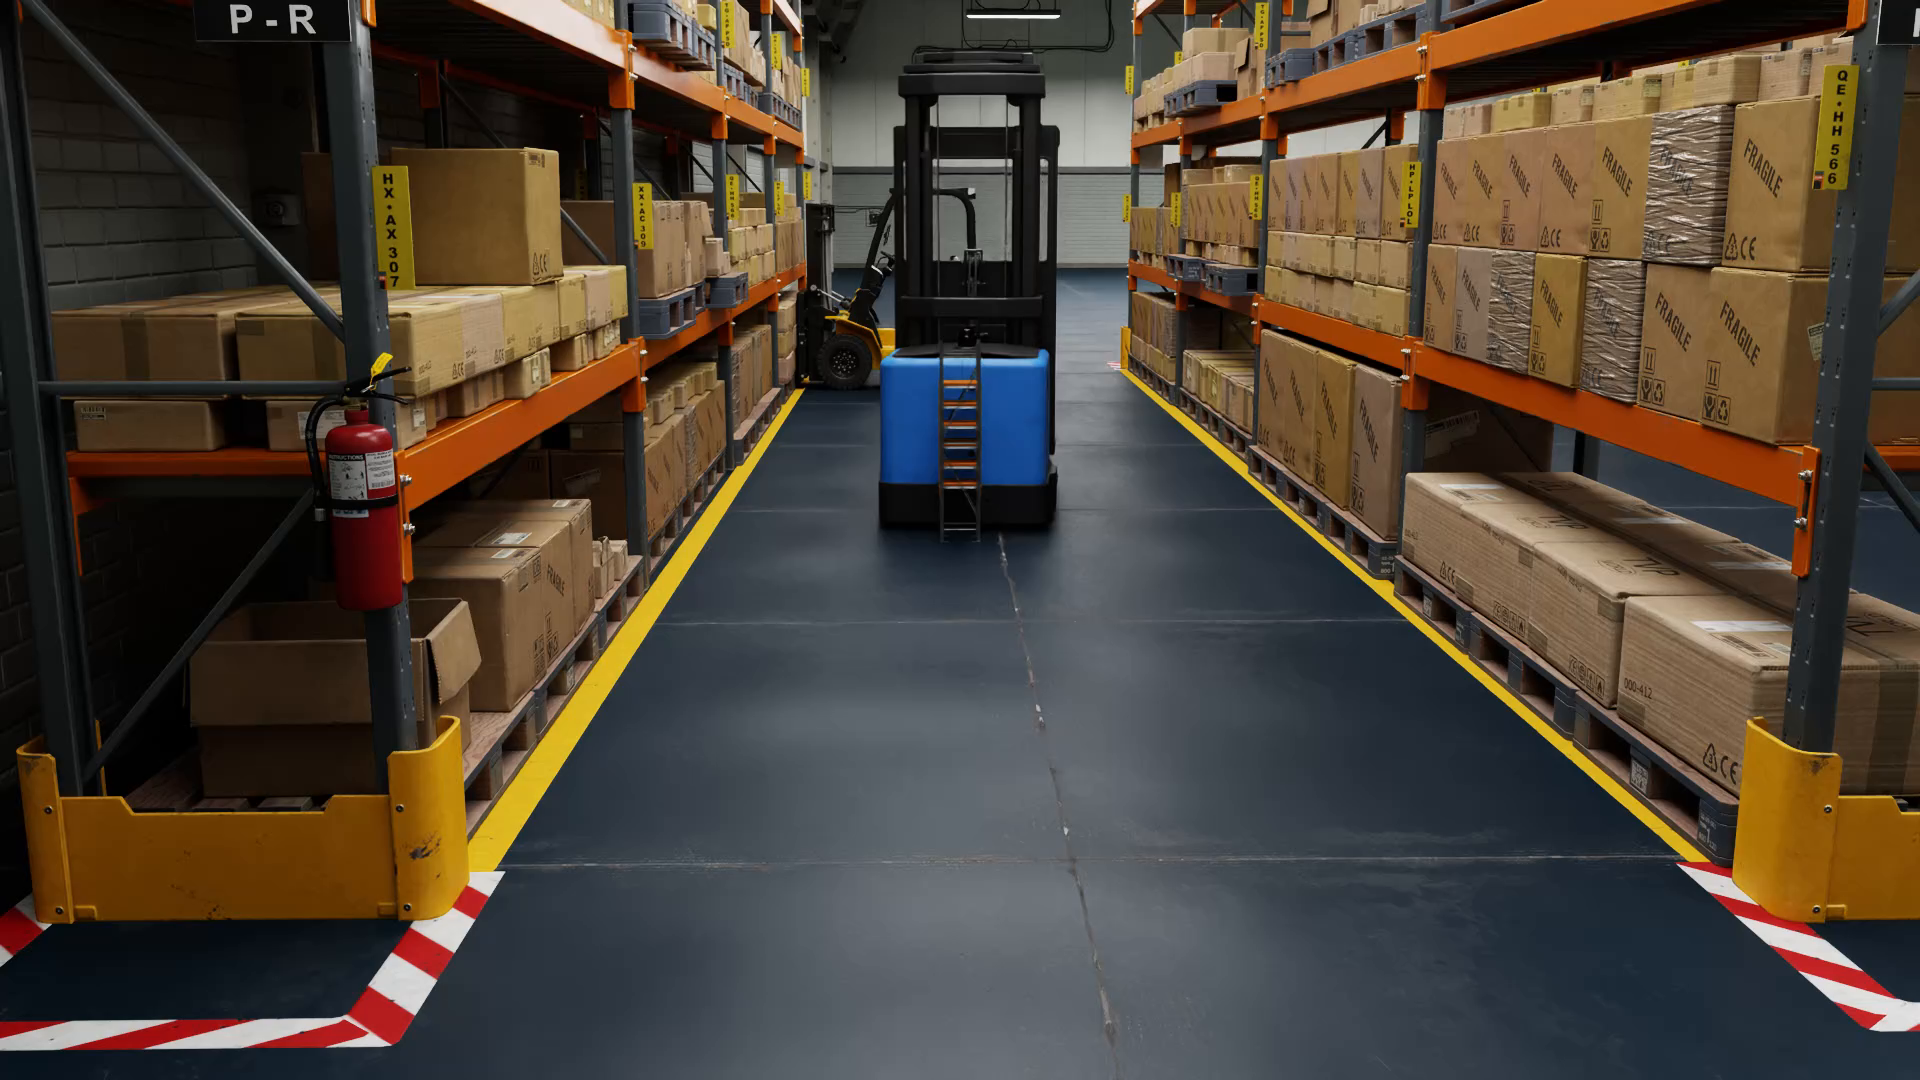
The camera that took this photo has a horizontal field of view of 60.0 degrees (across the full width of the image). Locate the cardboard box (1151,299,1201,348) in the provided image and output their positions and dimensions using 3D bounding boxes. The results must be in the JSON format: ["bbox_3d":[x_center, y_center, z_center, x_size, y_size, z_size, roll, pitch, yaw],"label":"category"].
[{"bbox_3d":[2.353,-2.356,18.103,0.500,0.500,0.500,0,11,2],"label":"cardboard box"}]

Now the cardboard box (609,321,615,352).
[{"bbox_3d":[-1.854,-0.963,7.894,0.380,0.149,0.250,0,11,0],"label":"cardboard box"}]

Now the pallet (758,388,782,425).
[{"bbox_3d":[-2.251,-1.278,15.825,1.003,0.211,1.213,0,11,-1],"label":"pallet"}]

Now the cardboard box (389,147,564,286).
[{"bbox_3d":[-1.828,-1.234,6.342,0.500,0.500,0.500,0,11,0],"label":"cardboard box"}]

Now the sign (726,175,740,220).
[{"bbox_3d":[-1.680,-2.528,12.263,0.100,0.325,0.005,0,11,-1],"label":"sign"}]

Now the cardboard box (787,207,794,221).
[{"bbox_3d":[-2.049,-3.630,18.524,0.380,0.149,0.250,0,11,-1],"label":"cardboard box"}]

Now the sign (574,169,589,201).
[{"bbox_3d":[-2.777,-2.560,12.220,0.100,0.325,0.005,0,11,-1],"label":"sign"}]

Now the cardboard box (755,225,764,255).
[{"bbox_3d":[-2.017,-2.661,14.753,0.500,0.250,0.500,0,11,0],"label":"cardboard box"}]

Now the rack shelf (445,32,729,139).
[{"bbox_3d":[-2.181,-2.715,10.163,1.077,0.370,4.000,0,11,-1],"label":"rack shelf"}]

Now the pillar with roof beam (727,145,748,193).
[{"bbox_3d":[0.906,-7.594,24.858,9.100,9.000,0.400,0,11,-1],"label":"pillar with roof beam"}]

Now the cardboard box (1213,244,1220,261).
[{"bbox_3d":[2.387,-2.471,14.270,0.380,0.149,0.250,-1,11,-3],"label":"cardboard box"}]

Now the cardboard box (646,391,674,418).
[{"bbox_3d":[-1.971,-0.831,10.208,0.380,0.149,0.250,0,11,1],"label":"cardboard box"}]

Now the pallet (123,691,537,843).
[{"bbox_3d":[-2.076,0.788,5.644,1.003,0.211,1.213,0,11,-1],"label":"pallet"}]

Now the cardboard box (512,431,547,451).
[{"bbox_3d":[-2.436,-0.571,8.928,0.380,0.149,0.250,-1,11,-3],"label":"cardboard box"}]

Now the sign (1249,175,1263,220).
[{"bbox_3d":[2.198,-2.541,12.327,0.100,0.325,0.005,0,11,-1],"label":"sign"}]

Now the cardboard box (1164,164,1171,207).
[{"bbox_3d":[2.804,-4.191,19.658,0.700,0.500,0.500,-1,11,-3],"label":"cardboard box"}]

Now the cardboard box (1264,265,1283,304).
[{"bbox_3d":[2.499,-1.845,11.984,0.500,0.250,0.500,0,11,-2],"label":"cardboard box"}]

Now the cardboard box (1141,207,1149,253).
[{"bbox_3d":[2.333,-3.502,18.777,0.500,0.500,0.500,0,11,-2],"label":"cardboard box"}]

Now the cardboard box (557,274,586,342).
[{"bbox_3d":[-1.863,-0.973,6.942,0.500,0.250,0.500,0,11,-2],"label":"cardboard box"}]

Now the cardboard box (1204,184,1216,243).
[{"bbox_3d":[2.409,-2.818,14.348,0.500,0.500,0.500,-1,11,-3],"label":"cardboard box"}]

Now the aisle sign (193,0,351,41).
[{"bbox_3d":[-1.762,-1.667,4.192,0.394,0.787,0.004,0,11,-1],"label":"aisle sign"}]

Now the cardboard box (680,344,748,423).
[{"bbox_3d":[-2.243,-1.291,13.796,0.875,0.625,0.625,0,11,1],"label":"cardboard box"}]

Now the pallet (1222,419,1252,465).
[{"bbox_3d":[2.725,-0.805,13.497,1.003,0.211,1.213,0,11,-1],"label":"pallet"}]

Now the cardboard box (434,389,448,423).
[{"bbox_3d":[-1.881,-0.451,5.369,0.380,0.149,0.250,0,11,-2],"label":"cardboard box"}]

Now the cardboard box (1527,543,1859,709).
[{"bbox_3d":[2.765,0.311,6.370,0.875,0.438,0.875,0,11,0],"label":"cardboard box"}]

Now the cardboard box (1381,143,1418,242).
[{"bbox_3d":[2.563,-1.848,8.858,0.500,0.500,0.500,0,11,1],"label":"cardboard box"}]

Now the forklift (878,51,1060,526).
[{"bbox_3d":[0.123,-1.770,11.412,1.130,2.935,3.031,1,11,4],"label":"forklift"}]

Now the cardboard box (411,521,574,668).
[{"bbox_3d":[-1.865,0.217,6.678,0.500,0.500,0.500,0,11,0],"label":"cardboard box"}]

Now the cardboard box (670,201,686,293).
[{"bbox_3d":[-1.937,-1.655,9.365,0.700,0.500,0.500,0,11,-1],"label":"cardboard box"}]

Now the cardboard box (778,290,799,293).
[{"bbox_3d":[-2.066,-2.844,19.876,0.500,0.250,0.500,0,11,1],"label":"cardboard box"}]

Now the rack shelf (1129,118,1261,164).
[{"bbox_3d":[2.616,-4.327,18.106,1.077,0.370,4.000,0,11,-1],"label":"rack shelf"}]

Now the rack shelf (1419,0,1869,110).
[{"bbox_3d":[2.864,-1.941,6.348,1.077,0.370,4.000,0,11,-1],"label":"rack shelf"}]

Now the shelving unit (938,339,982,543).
[{"bbox_3d":[0.000,-0.591,9.954,0.258,1.200,0.189,0,11,-1],"label":"shelving unit"}]

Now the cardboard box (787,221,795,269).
[{"bbox_3d":[-2.081,-3.233,18.199,0.500,0.500,0.500,0,11,-1],"label":"cardboard box"}]

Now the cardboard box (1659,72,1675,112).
[{"bbox_3d":[2.680,-1.557,5.794,0.380,0.149,0.250,0,11,-2],"label":"cardboard box"}]

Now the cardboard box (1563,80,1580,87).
[{"bbox_3d":[7.287,-5.246,19.152,0.500,0.250,0.500,0,11,-2],"label":"cardboard box"}]

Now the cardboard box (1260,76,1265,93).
[{"bbox_3d":[2.510,-3.475,12.729,0.380,0.149,0.250,0,11,-1],"label":"cardboard box"}]

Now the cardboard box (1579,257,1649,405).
[{"bbox_3d":[2.615,-0.772,6.069,0.500,0.500,0.500,0,11,0],"label":"cardboard box"}]

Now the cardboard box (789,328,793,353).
[{"bbox_3d":[-2.019,-2.091,17.425,0.500,0.250,0.500,0,11,-1],"label":"cardboard box"}]

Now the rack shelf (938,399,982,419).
[{"bbox_3d":[0.000,-0.783,9.915,0.258,0.103,0.180,0,11,-1],"label":"rack shelf"}]

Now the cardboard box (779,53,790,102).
[{"bbox_3d":[-2.240,-4.954,17.820,0.797,0.503,0.637,0,11,1],"label":"cardboard box"}]

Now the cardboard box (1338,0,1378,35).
[{"bbox_3d":[2.951,-3.545,11.138,0.700,0.500,0.500,-1,11,-4],"label":"cardboard box"}]

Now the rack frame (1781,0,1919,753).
[{"bbox_3d":[2.905,-0.426,4.615,1.000,3.000,0.127,0,11,-1],"label":"rack frame"}]

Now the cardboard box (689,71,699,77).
[{"bbox_3d":[-1.947,-3.091,10.586,0.500,0.250,0.500,0,11,-1],"label":"cardboard box"}]

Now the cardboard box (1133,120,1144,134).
[{"bbox_3d":[2.257,-4.886,19.688,0.380,0.149,0.250,0,11,-1],"label":"cardboard box"}]

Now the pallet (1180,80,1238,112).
[{"bbox_3d":[2.588,-3.860,14.471,1.213,0.211,1.003,0,11,-1],"label":"pallet"}]

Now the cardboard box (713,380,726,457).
[{"bbox_3d":[-1.999,-0.893,12.147,0.500,0.500,0.500,0,11,0],"label":"cardboard box"}]

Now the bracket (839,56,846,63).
[{"bbox_3d":[-3.597,-14.666,50.664,0.235,0.232,0.430,0,11,-1],"label":"bracket"}]

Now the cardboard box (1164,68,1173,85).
[{"bbox_3d":[2.298,-4.766,17.088,0.380,0.149,0.250,0,11,1],"label":"cardboard box"}]

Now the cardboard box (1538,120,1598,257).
[{"bbox_3d":[2.602,-1.362,6.463,0.500,0.500,0.500,0,11,-2],"label":"cardboard box"}]

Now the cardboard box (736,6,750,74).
[{"bbox_3d":[-2.015,-4.116,13.702,0.500,0.500,0.500,0,11,0],"label":"cardboard box"}]

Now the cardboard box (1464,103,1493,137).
[{"bbox_3d":[2.591,-1.964,7.796,0.380,0.149,0.250,0,11,0],"label":"cardboard box"}]

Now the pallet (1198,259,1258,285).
[{"bbox_3d":[2.658,-2.316,14.412,1.003,0.211,1.213,0,11,-1],"label":"pallet"}]

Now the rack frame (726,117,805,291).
[{"bbox_3d":[-2.388,-3.586,20.188,1.000,3.000,0.127,0,11,-1],"label":"rack frame"}]

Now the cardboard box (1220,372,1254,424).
[{"bbox_3d":[2.715,-1.193,13.950,0.950,0.372,0.625,0,11,-2],"label":"cardboard box"}]

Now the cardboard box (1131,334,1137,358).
[{"bbox_3d":[2.315,-2.303,19.728,0.500,0.250,0.500,0,11,-2],"label":"cardboard box"}]

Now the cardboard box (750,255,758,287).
[{"bbox_3d":[-2.019,-2.316,14.310,0.500,0.250,0.500,0,11,1],"label":"cardboard box"}]

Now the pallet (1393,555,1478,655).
[{"bbox_3d":[2.760,0.297,8.065,1.003,0.211,1.213,0,11,-1],"label":"pallet"}]
